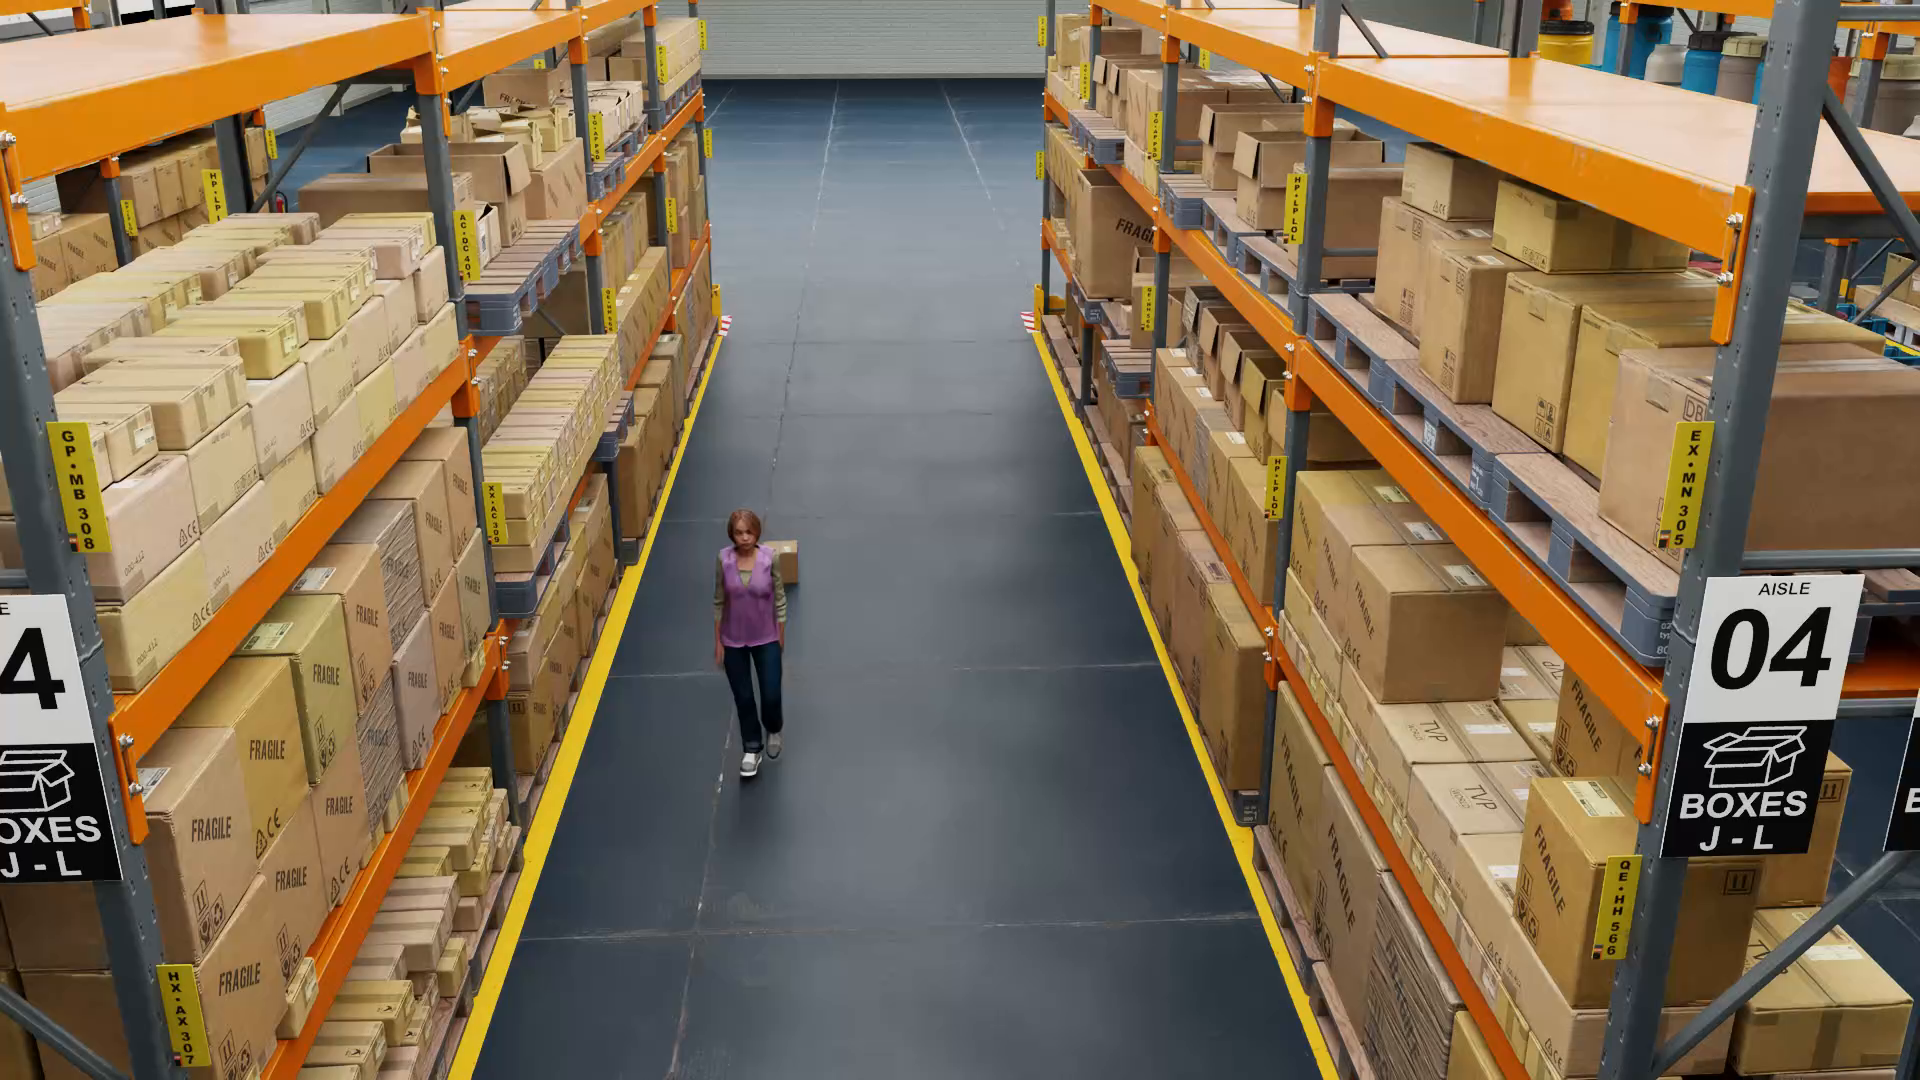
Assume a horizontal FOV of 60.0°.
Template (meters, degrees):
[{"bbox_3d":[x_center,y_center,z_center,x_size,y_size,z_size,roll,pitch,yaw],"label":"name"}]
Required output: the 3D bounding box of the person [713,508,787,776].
[{"bbox_3d":[-1.192,0.587,9.481,0.414,1.583,0.421,0,21,0],"label":"person"}]
